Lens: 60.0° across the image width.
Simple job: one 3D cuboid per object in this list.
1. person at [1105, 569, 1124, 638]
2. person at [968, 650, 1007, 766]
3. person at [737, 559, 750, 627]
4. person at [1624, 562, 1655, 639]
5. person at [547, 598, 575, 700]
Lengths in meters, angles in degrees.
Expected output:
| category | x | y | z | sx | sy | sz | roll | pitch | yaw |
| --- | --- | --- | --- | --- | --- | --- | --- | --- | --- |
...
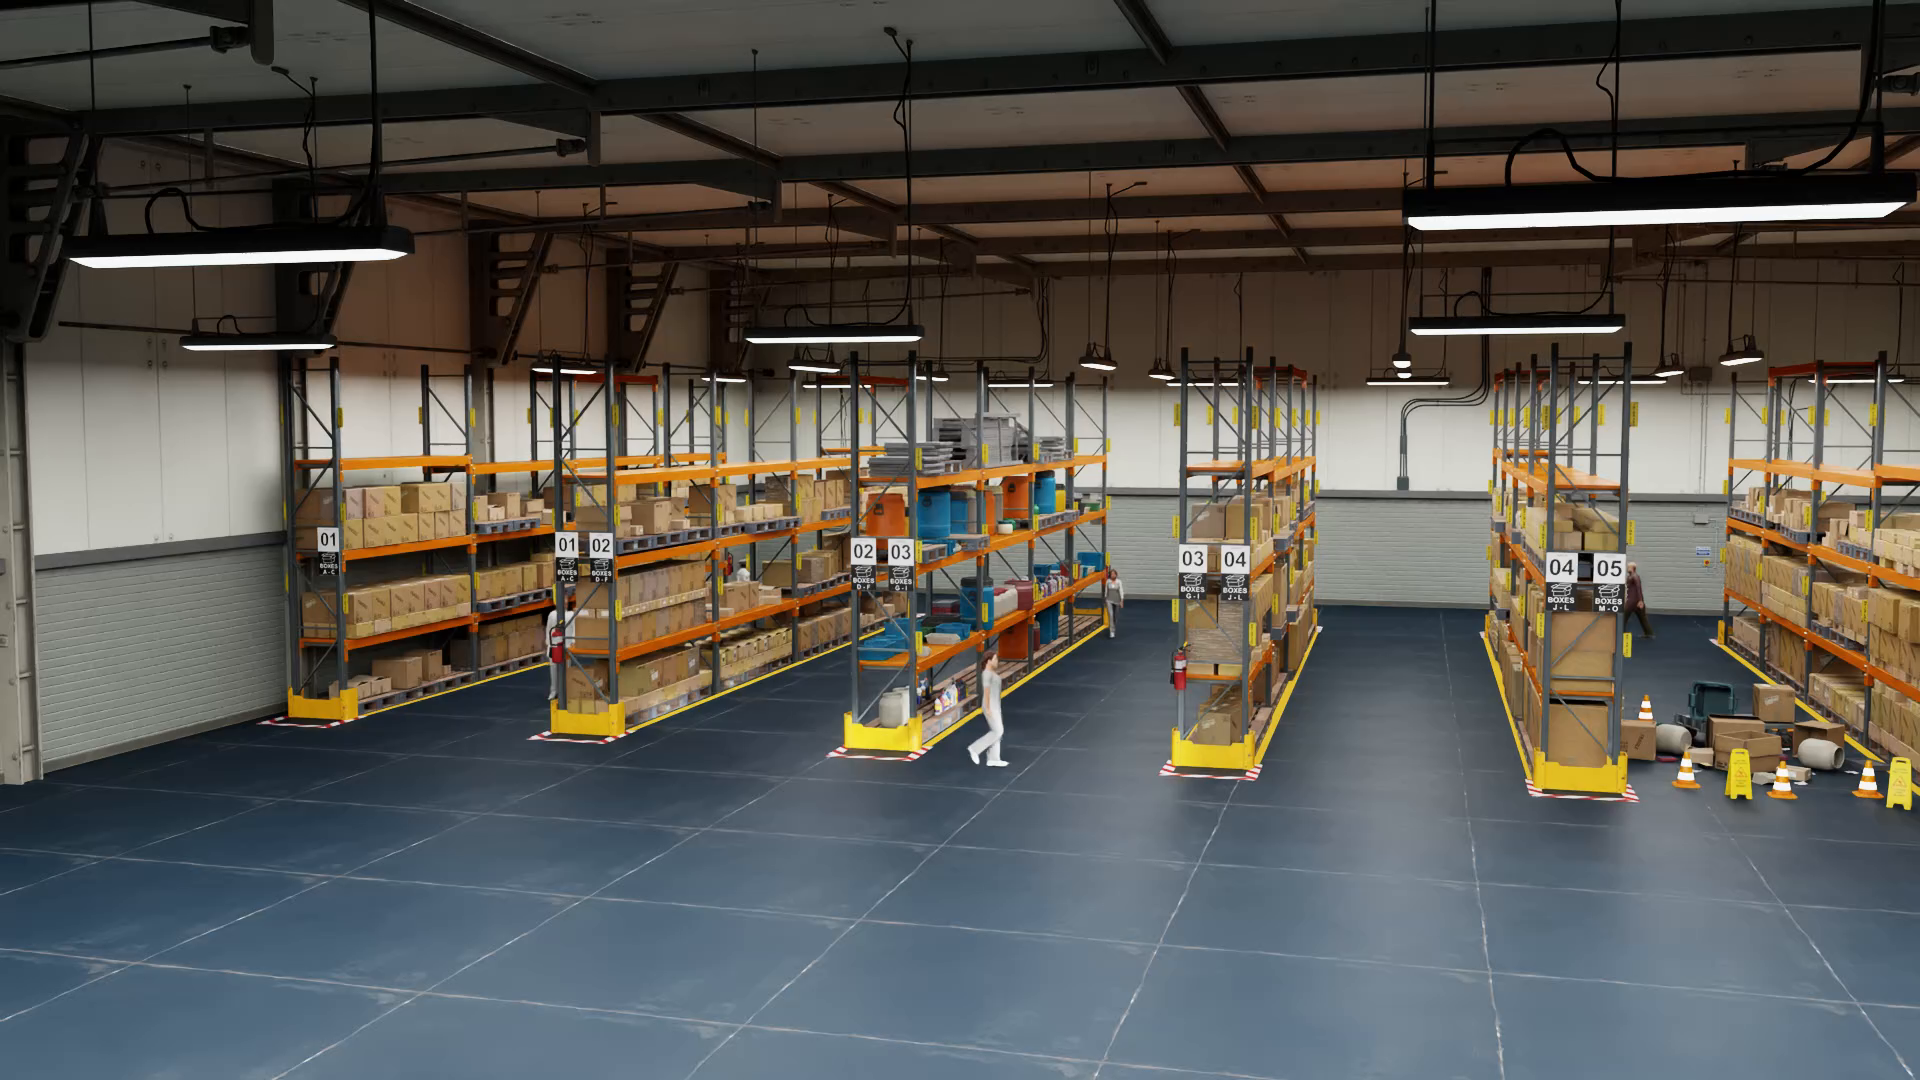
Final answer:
| category | x | y | z | sx | sy | sz | roll | pitch | yaw |
| --- | --- | --- | --- | --- | --- | --- | --- | --- | --- |
| person | 3.530 | 1.426 | 38.032 | 0.408 | 1.531 | 1.006 | 0 | 4 | -4 |
| person | 0.405 | 2.407 | 23.771 | 0.551 | 1.666 | 0.466 | 1 | 4 | 10 |
| person | -5.152 | 1.278 | 39.387 | 0.455 | 1.676 | 0.514 | -3 | 5 | -36 |
| person | 15.174 | 1.356 | 37.578 | 1.057 | 1.718 | 0.562 | 3 | 5 | 36 |
| person | -7.171 | 1.946 | 29.909 | 0.575 | 1.812 | 0.756 | -1 | 4 | -7 |
